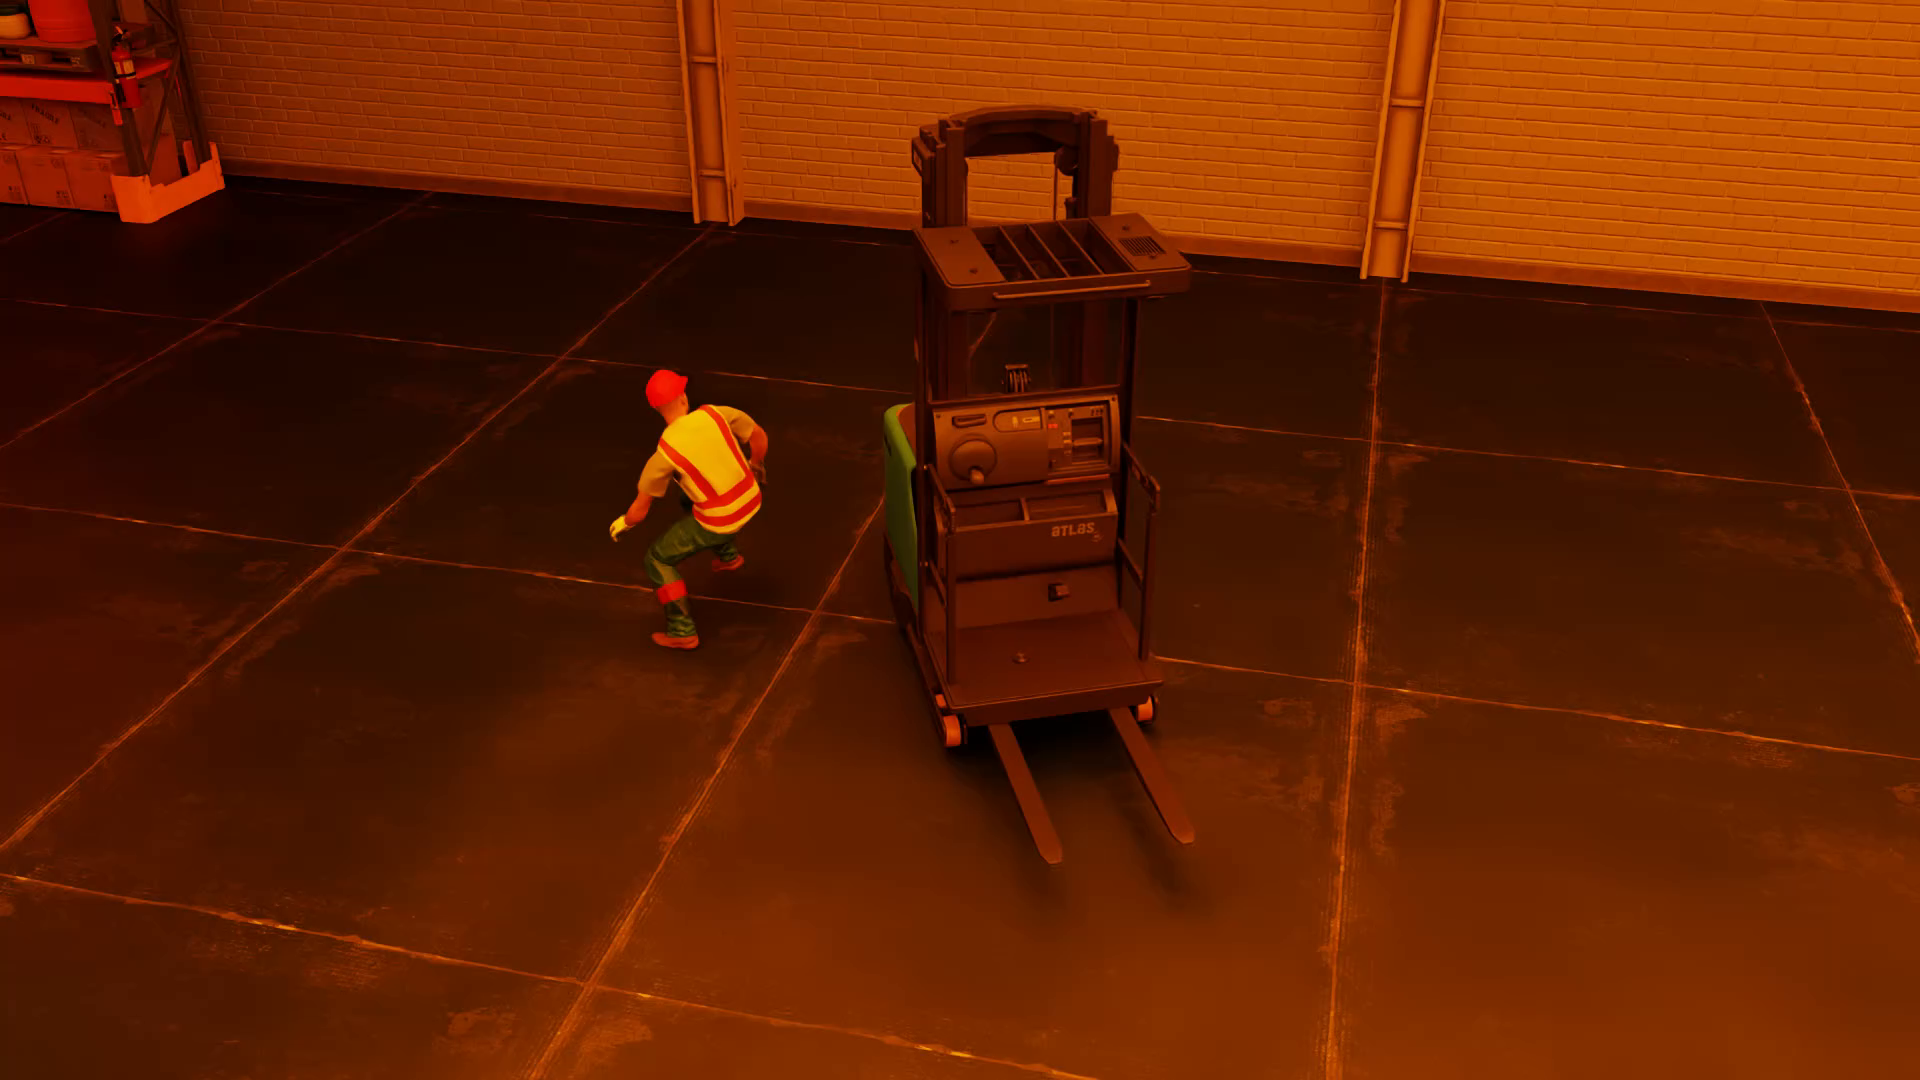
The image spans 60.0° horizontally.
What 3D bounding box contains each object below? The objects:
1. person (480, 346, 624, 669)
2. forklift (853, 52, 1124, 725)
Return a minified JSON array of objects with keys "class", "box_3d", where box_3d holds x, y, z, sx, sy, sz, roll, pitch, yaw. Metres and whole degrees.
[{"class":"person","box_3d":[-2.123,-0.186,8.676,0.744,1.771,0.494,-16,33,-27]},{"class":"forklift","box_3d":[0.150,-0.946,8.839,1.130,2.935,3.031,-6,30,-11]}]
